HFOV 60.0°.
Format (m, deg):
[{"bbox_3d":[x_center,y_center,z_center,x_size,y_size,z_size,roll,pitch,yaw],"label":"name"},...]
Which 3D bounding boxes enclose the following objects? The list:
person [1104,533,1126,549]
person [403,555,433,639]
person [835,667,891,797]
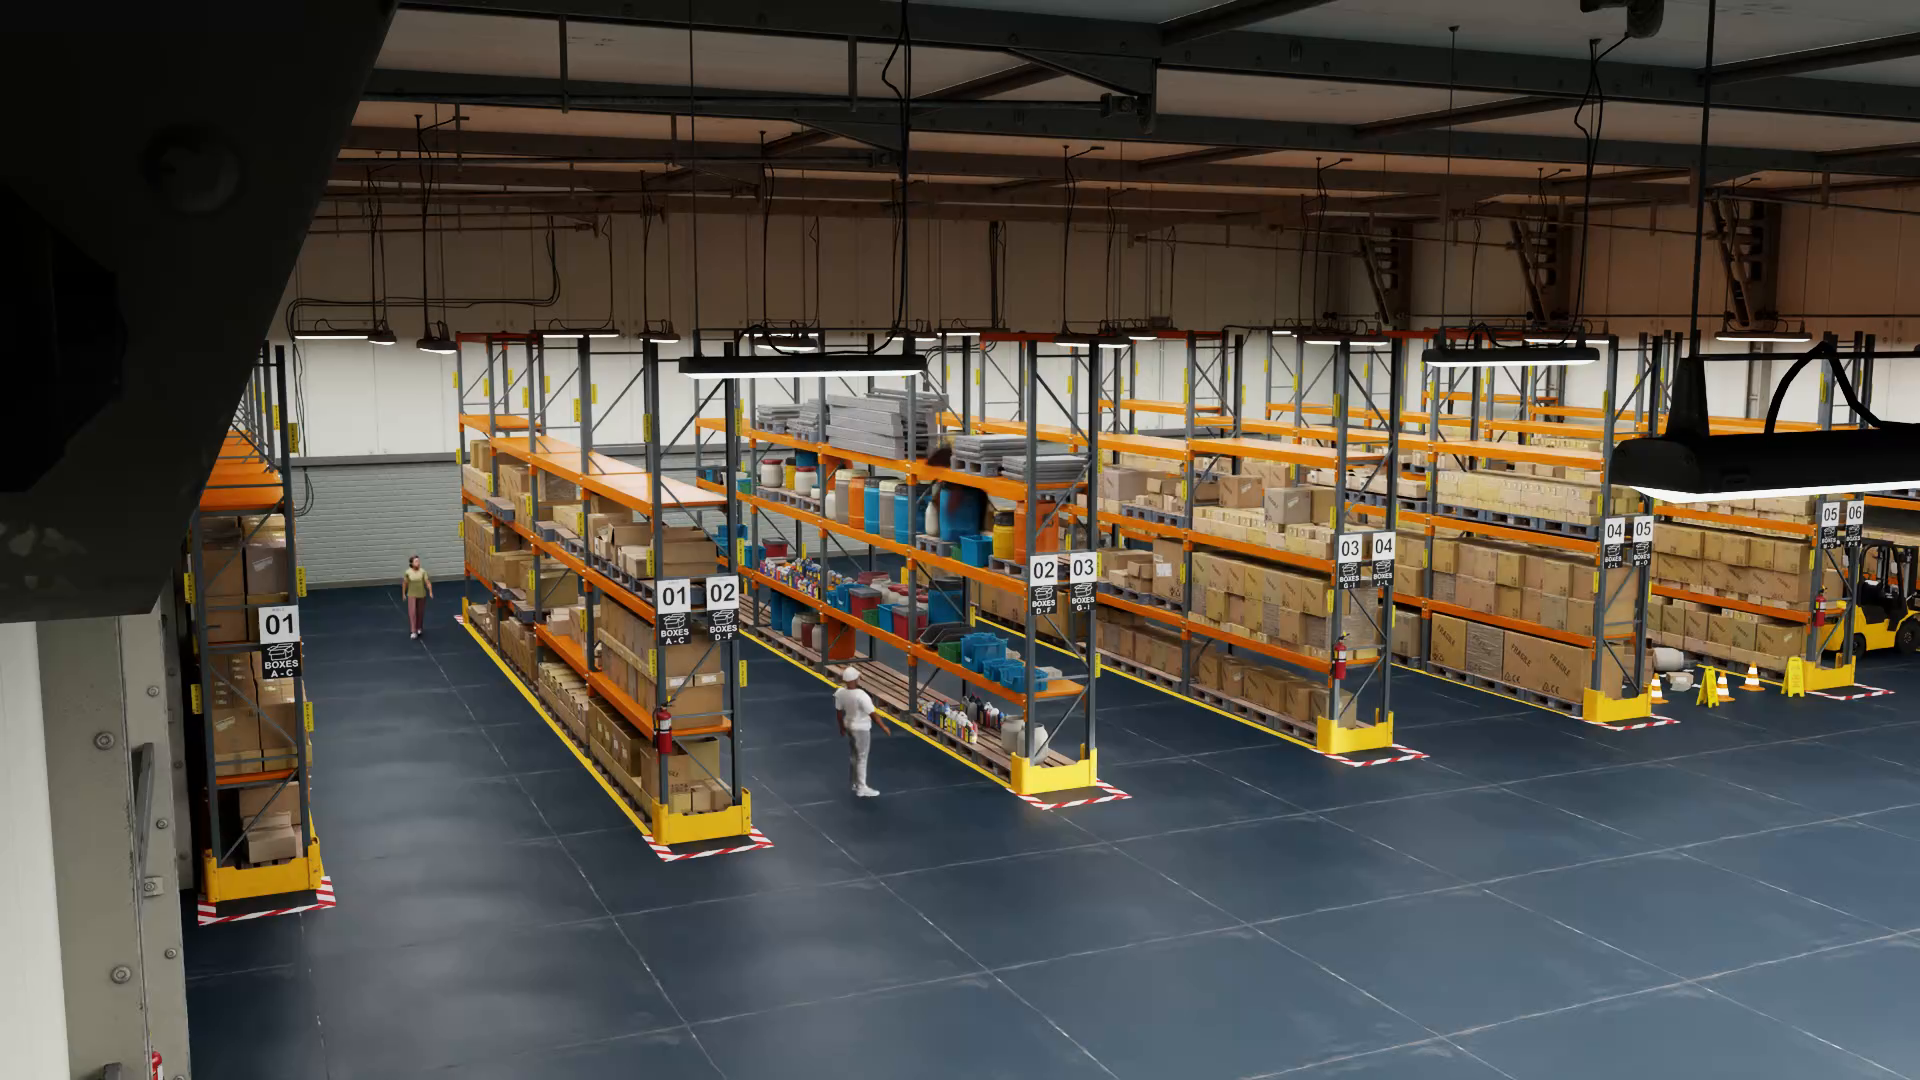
[{"bbox_3d":[3.847,-0.219,41.865,0.909,1.749,0.648,-1,8,-4],"label":"person"},{"bbox_3d":[-10.651,1.105,32.673,0.564,1.606,1.034,-3,8,-21],"label":"person"},{"bbox_3d":[-1.303,2.514,21.954,0.670,1.768,0.671,-4,9,-27],"label":"person"}]
